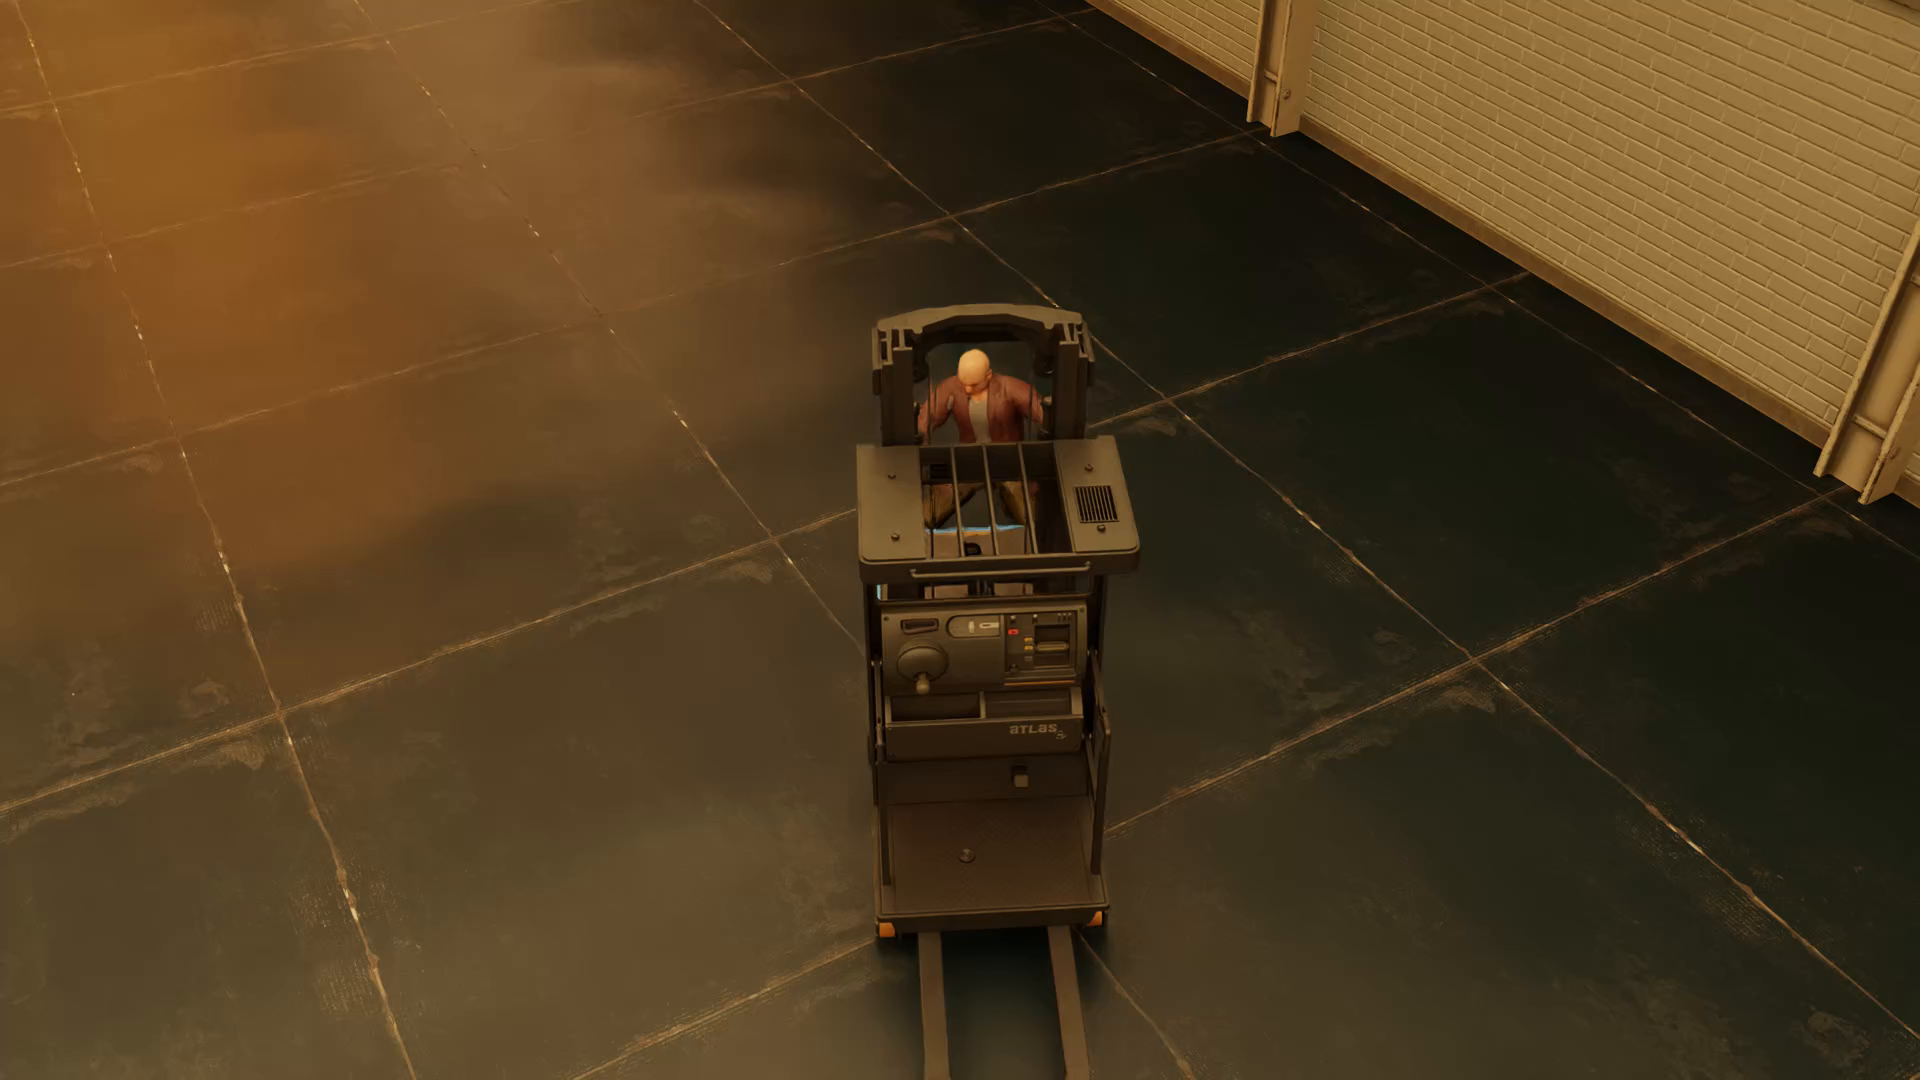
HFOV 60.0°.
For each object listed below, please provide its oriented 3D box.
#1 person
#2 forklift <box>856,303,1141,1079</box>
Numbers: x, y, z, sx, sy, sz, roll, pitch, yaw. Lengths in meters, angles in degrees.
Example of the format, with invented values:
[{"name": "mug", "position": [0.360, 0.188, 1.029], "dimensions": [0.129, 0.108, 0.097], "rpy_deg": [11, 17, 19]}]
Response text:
[{"name": "person", "position": [0.116, -0.345, 9.533], "dimensions": [1.031, 1.547, 0.780], "rpy_deg": [11, 41, 13]}, {"name": "forklift", "position": [0.128, 0.565, 7.355], "dimensions": [1.130, 2.935, 3.031], "rpy_deg": [-2, 40, -3]}]
